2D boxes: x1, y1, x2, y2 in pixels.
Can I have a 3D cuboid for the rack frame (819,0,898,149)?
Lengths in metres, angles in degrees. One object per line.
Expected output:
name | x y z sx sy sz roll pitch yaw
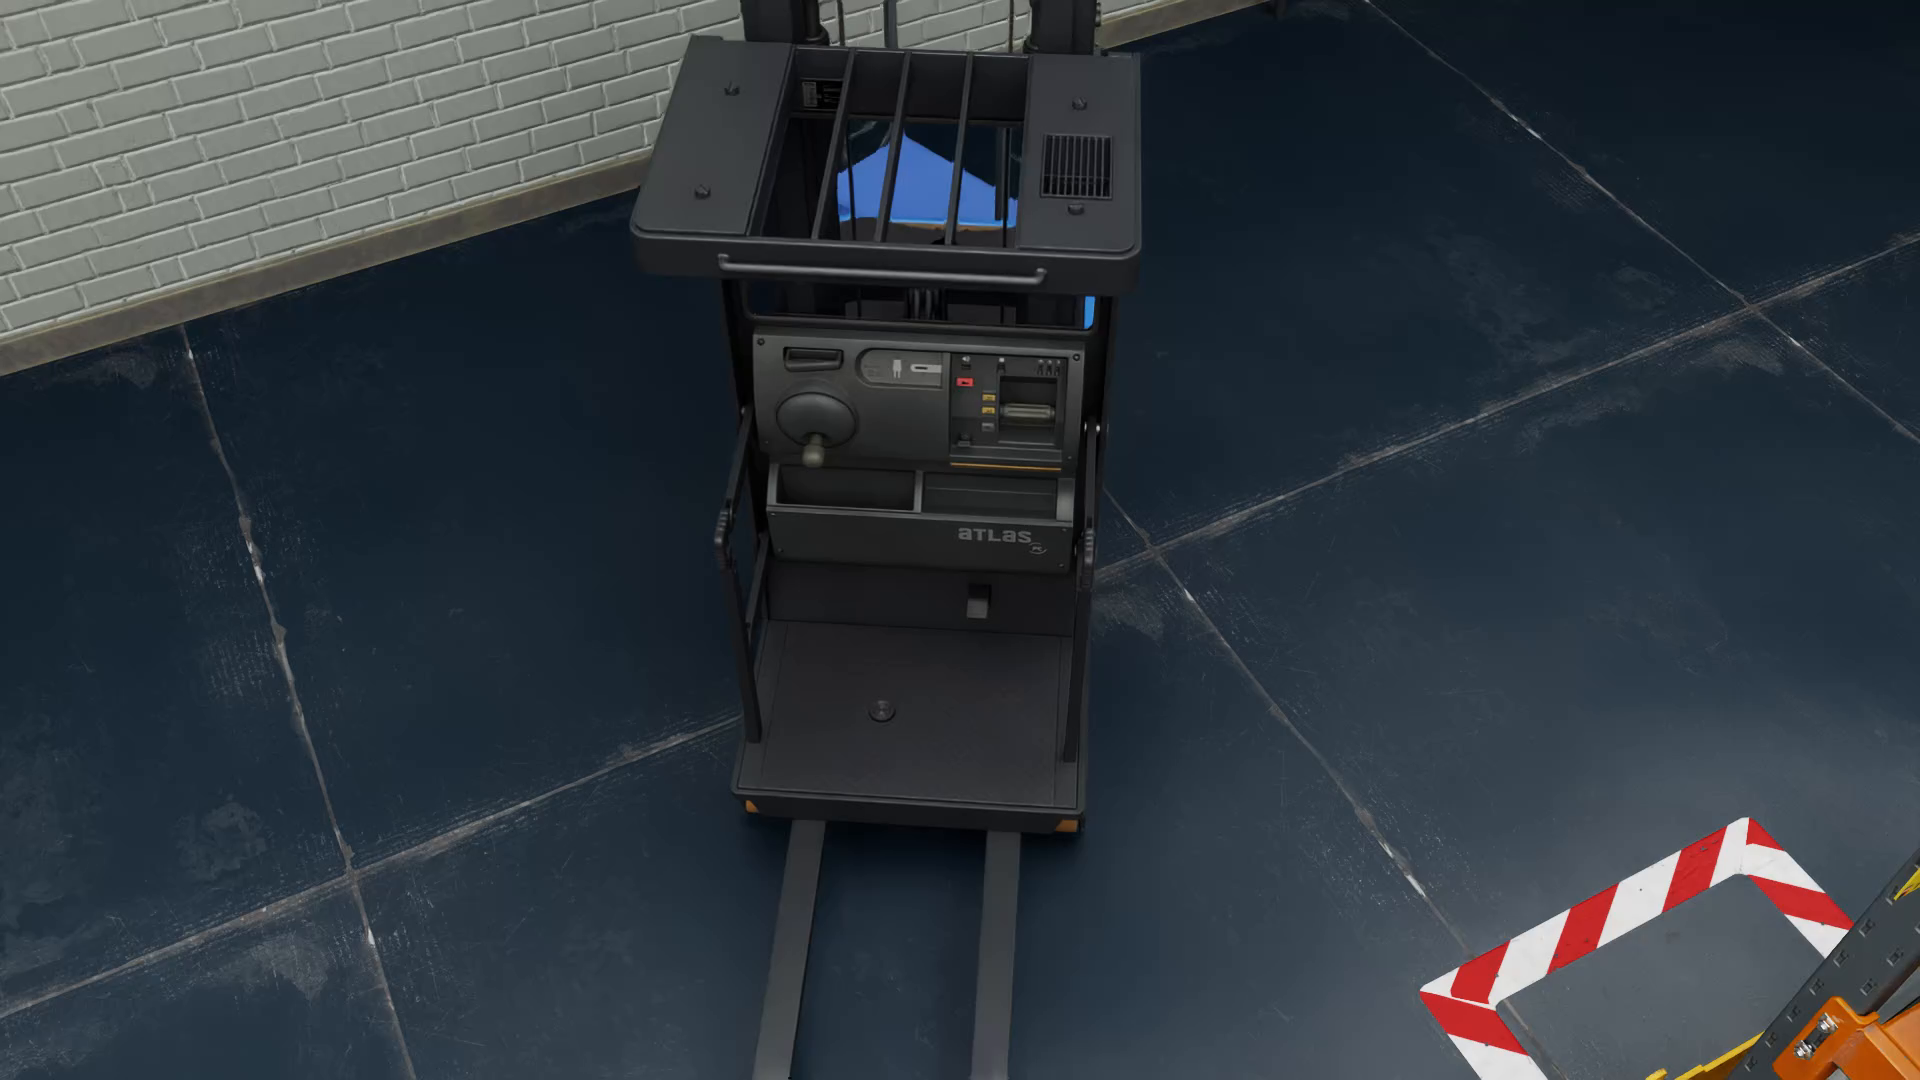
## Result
rack frame | -0.428 -1.621 6.671 0.032 1.500 0.500 36 58 27

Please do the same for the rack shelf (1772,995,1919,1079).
rack shelf | 3.272 2.275 2.745 1.077 0.370 4.000 -21 52 -18

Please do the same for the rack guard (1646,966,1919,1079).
rack guard | 2.346 1.507 4.600 1.175 0.500 0.348 -21 52 -18

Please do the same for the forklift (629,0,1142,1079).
forklift | -0.132 -0.283 4.550 1.130 2.935 3.031 3 49 3

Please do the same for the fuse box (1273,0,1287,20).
fuse box | 1.690 -3.268 7.971 0.539 1.711 0.414 -21 52 -18

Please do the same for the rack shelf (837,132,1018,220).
rack shelf | -0.061 -1.238 6.575 1.000 0.185 0.538 36 58 27

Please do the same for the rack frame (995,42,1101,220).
rack frame | 0.307 -1.092 6.208 0.032 1.500 0.500 36 58 27

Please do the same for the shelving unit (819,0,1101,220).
shelving unit | -0.061 -1.356 6.440 1.048 1.500 0.538 36 58 27

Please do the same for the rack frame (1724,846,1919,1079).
rack frame | 2.356 0.700 3.645 1.000 3.000 0.127 -21 52 -18

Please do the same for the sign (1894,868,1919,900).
sign | 1.860 0.576 3.126 0.100 0.325 0.005 -21 52 -18
